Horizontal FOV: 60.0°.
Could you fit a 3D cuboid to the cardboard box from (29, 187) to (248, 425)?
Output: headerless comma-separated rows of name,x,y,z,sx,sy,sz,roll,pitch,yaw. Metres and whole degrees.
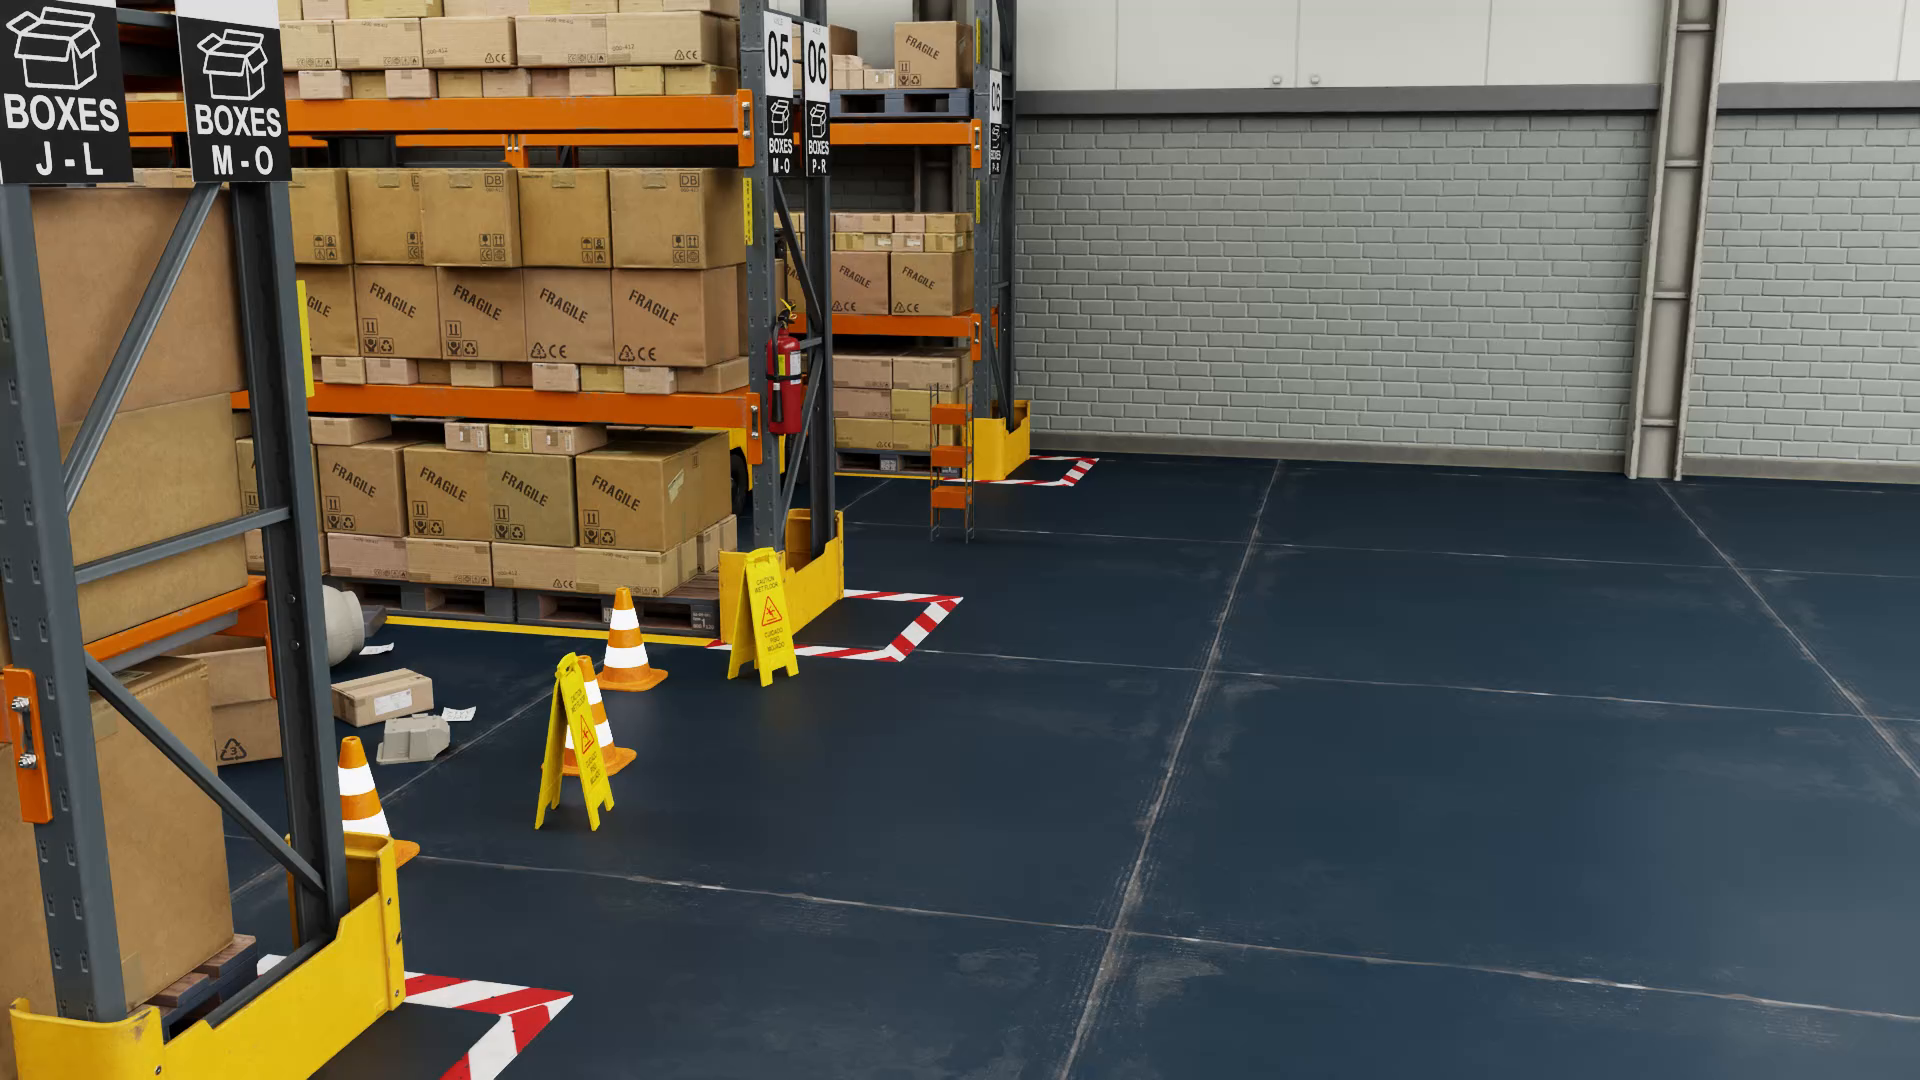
cardboard box,-2.338,-0.608,4.210,0.550,0.550,0.875,3,13,14

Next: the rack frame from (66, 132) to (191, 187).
rack frame,-4.783,-1.234,9.871,0.127,3.000,1.000,3,13,14

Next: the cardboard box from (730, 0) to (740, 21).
cardboard box,-1.195,-2.819,8.828,0.250,0.149,0.380,3,13,13

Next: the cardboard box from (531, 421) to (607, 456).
cardboard box,-2.112,-0.564,8.999,0.250,0.149,0.380,3,13,15

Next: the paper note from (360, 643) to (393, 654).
paper note,-3.026,0.562,8.628,0.148,0.019,0.142,-1,13,-6

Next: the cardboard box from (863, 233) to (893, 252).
cardboard box,-0.610,-2.428,13.526,0.250,0.149,0.380,3,13,15

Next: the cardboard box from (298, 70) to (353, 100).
cardboard box,-3.308,-2.423,8.883,0.250,0.149,0.380,3,13,12

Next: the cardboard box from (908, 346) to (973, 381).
cardboard box,-0.135,-1.486,14.077,0.500,0.250,0.500,3,13,13

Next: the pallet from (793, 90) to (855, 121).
pallet,-1.582,-3.597,13.799,1.213,0.211,1.003,3,13,14

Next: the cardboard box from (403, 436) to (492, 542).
cardboard box,-2.735,-0.296,9.290,0.500,0.500,0.500,3,13,12

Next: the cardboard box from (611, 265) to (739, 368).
cardboard box,-1.492,-1.191,8.758,0.500,0.500,0.500,3,13,13

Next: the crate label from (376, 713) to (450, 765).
crate label,-2.340,0.843,7.117,0.298,0.136,0.250,-4,13,-16

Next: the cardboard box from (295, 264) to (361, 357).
cardboard box,-3.445,-1.297,9.236,0.500,0.500,0.500,3,13,13

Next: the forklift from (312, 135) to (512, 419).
forklift,-3.931,-1.823,12.682,3.031,2.935,1.130,-6,14,-26

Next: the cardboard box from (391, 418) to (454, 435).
cardboard box,-3.154,-0.436,9.923,0.500,0.500,0.500,4,13,17

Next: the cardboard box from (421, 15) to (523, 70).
cardboard box,-2.454,-2.585,8.694,0.500,0.250,0.500,3,13,15

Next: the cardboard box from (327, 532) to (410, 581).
cardboard box,-3.238,0.043,9.494,0.500,0.250,0.500,3,13,13

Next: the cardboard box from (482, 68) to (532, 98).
cardboard box,-2.295,-2.385,8.713,0.250,0.149,0.380,3,13,13

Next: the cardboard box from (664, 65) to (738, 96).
cardboard box,-1.313,-2.328,8.456,0.250,0.149,0.380,3,13,14

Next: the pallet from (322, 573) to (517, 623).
pallet,-2.934,0.217,9.766,1.213,0.211,1.003,3,13,14

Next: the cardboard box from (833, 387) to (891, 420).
cardboard box,-0.745,-1.165,13.784,0.500,0.250,0.500,3,13,13

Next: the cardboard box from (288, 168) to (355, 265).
cardboard box,-3.436,-1.785,9.128,0.500,0.500,0.700,3,13,12

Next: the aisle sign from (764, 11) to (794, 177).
aisle sign,-0.909,-2.232,8.364,0.004,0.787,0.394,3,13,14

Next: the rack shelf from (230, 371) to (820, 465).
rack shelf,-2.841,-0.779,9.481,4.000,0.370,1.077,3,13,14

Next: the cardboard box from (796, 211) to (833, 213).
cardboard box,-1.224,-2.734,14.215,0.250,0.149,0.380,3,13,12

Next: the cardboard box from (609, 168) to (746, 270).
cardboard box,-1.447,-1.689,8.697,0.500,0.500,0.700,3,13,12

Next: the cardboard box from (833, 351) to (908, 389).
cardboard box,-0.733,-1.405,13.711,0.500,0.250,0.500,3,13,15

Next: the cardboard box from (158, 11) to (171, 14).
cardboard box,-4.296,-2.873,9.071,0.250,0.149,0.380,3,13,15

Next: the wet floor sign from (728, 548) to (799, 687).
wet floor sign,-0.971,0.358,8.132,0.232,0.644,0.267,8,15,33

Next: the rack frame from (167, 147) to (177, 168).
rack frame,-7.481,-2.486,15.512,0.127,3.000,1.000,3,13,14

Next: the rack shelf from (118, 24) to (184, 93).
rack shelf,-3.929,-1.197,4.441,4.000,0.370,1.077,3,13,14

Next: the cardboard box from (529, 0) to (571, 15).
cardboard box,-2.026,-2.768,8.598,0.250,0.149,0.380,3,13,14

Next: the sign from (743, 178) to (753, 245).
sign,-1.052,-1.630,8.254,0.005,0.325,0.100,3,13,14

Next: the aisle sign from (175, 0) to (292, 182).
aisle sign,-1.846,-1.309,4.206,0.004,0.787,0.394,3,13,14

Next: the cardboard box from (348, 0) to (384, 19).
cardboard box,-3.026,-2.817,8.819,0.250,0.149,0.380,3,13,15

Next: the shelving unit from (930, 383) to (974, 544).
shelving unit,-0.052,-0.515,11.133,0.252,1.050,0.215,3,13,14

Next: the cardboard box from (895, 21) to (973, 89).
cardboard box,-0.202,-3.809,13.122,0.500,0.500,0.500,3,13,15

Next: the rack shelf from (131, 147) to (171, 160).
rack shelf,-9.422,-3.703,15.733,4.000,0.370,1.077,3,13,14

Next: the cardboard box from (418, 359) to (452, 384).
cardboard box,-2.793,-0.962,9.223,0.250,0.149,0.380,3,13,14

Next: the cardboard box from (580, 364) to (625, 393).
cardboard box,-1.830,-0.886,8.882,0.250,0.149,0.380,3,13,13

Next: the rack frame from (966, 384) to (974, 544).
rack frame,0.066,-0.509,11.104,0.008,1.050,0.200,3,13,14

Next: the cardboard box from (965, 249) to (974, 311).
cardboard box,-0.128,-2.203,14.009,0.500,0.500,0.500,3,13,15

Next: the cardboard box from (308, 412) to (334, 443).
cardboard box,-3.668,-0.647,9.373,0.250,0.149,0.380,4,13,16

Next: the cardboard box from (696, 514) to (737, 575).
cardboard box,-1.616,0.011,9.639,0.500,0.250,0.500,3,13,13

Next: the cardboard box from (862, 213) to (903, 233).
cardboard box,-0.619,-2.570,13.476,0.250,0.149,0.380,3,13,15
